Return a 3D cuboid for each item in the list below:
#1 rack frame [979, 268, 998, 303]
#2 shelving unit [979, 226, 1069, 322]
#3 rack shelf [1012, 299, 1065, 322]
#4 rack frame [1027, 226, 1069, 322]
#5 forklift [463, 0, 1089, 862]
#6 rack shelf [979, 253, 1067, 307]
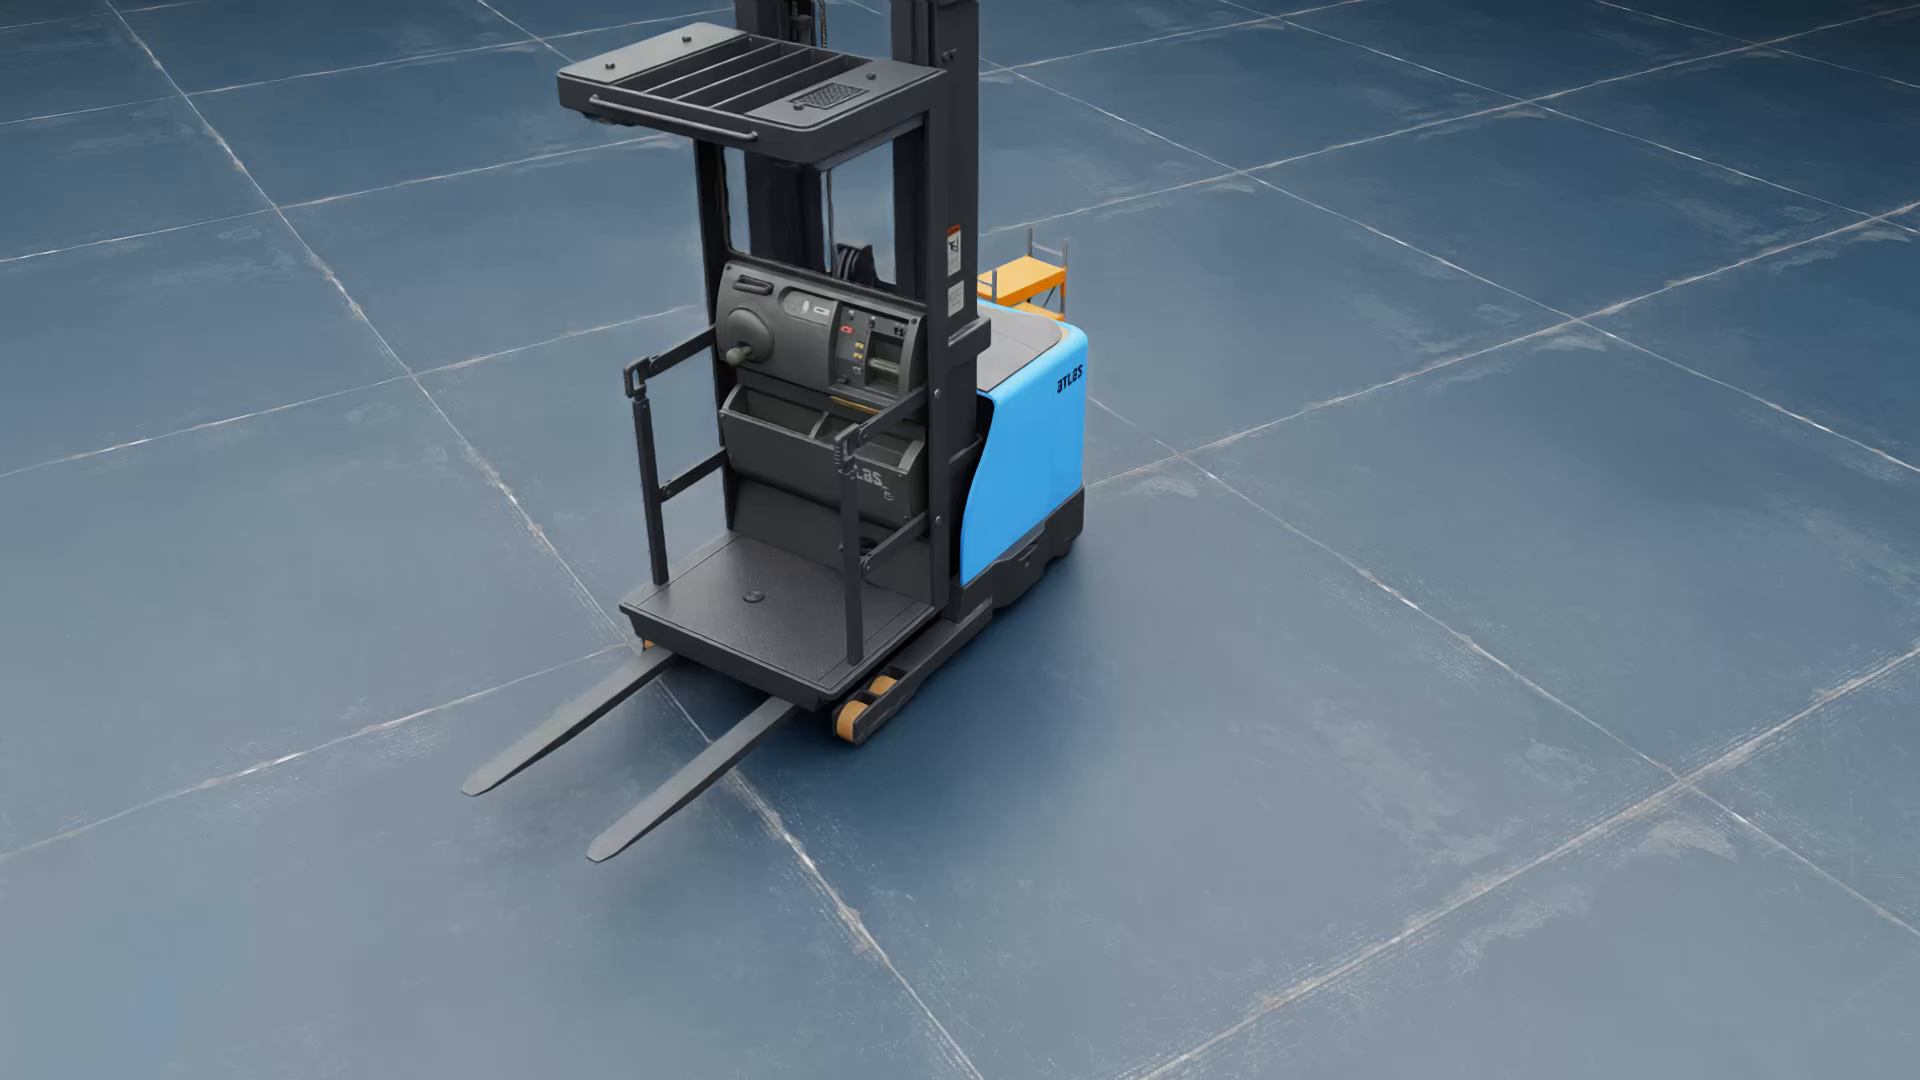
[{"bbox_3d":[0.079,-0.743,7.803,0.240,1.200,0.015,27,41,35],"label":"rack frame"},{"bbox_3d":[0.246,-0.838,7.953,0.258,1.200,0.503,27,41,35],"label":"shelving unit"},{"bbox_3d":[0.246,-0.970,7.870,0.258,0.148,0.480,27,41,35],"label":"rack shelf"},{"bbox_3d":[0.413,-0.932,8.104,0.240,1.200,0.015,27,41,35],"label":"rack frame"},{"bbox_3d":[-0.659,-0.739,6.174,1.130,2.935,3.031,19,37,28],"label":"forklift"},{"bbox_3d":[0.246,-1.170,7.743,0.258,0.148,0.480,27,41,35],"label":"rack shelf"}]
